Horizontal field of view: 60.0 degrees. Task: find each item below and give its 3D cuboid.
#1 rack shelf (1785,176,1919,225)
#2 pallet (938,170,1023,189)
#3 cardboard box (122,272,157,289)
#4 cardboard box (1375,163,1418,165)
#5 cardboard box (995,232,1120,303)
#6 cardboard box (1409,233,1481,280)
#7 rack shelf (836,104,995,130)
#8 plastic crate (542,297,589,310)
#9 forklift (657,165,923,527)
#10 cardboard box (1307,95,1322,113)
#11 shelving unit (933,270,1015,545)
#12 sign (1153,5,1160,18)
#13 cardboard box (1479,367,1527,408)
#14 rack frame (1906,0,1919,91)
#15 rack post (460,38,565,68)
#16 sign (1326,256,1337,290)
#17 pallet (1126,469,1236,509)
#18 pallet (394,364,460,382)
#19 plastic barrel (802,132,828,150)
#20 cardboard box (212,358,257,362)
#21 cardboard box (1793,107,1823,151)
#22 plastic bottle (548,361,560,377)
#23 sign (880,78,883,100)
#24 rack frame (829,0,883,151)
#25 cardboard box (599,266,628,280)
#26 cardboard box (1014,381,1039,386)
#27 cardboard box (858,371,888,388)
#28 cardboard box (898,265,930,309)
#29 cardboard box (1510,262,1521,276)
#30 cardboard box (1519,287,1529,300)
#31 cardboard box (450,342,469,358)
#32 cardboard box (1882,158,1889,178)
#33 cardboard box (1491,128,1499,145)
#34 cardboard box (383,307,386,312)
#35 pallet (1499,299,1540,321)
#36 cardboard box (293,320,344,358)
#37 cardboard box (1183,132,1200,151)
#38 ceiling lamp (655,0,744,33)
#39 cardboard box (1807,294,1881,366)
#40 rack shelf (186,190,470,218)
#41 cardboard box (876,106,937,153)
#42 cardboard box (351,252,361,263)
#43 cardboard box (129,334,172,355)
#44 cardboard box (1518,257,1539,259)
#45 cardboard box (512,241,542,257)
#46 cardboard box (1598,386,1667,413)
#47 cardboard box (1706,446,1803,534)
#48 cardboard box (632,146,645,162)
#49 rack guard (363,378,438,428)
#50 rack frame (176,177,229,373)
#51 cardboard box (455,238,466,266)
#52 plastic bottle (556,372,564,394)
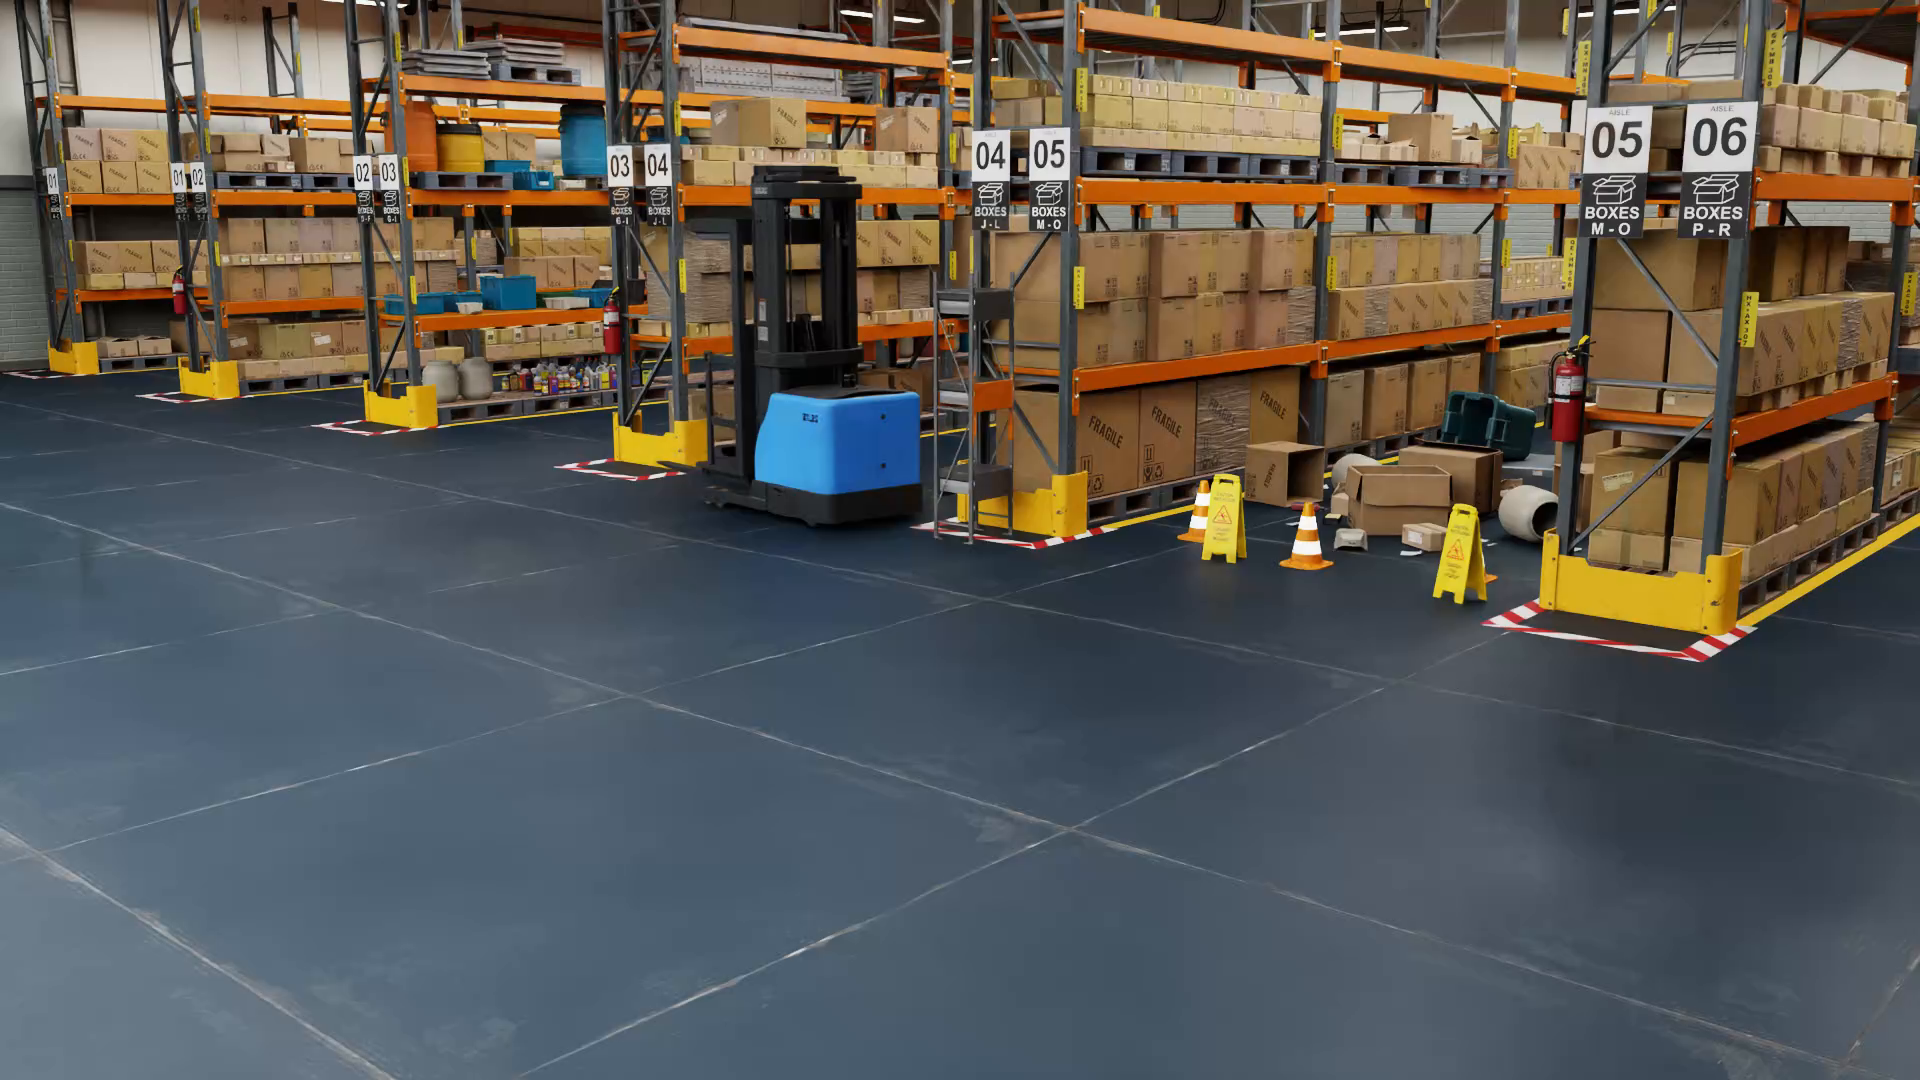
[{"bbox_3d":[8.266,-2.966,14.581,1.077,0.370,4.000,10,15,40],"label":"rack shelf"},{"bbox_3d":[-0.011,-4.291,19.857,1.213,0.211,1.003,10,15,40],"label":"pallet"},{"bbox_3d":[-13.409,-4.213,26.977,0.500,0.250,0.500,9,15,39],"label":"cardboard box"},{"bbox_3d":[4.827,-4.268,18.318,0.500,0.250,0.500,10,15,42],"label":"cardboard box"},{"bbox_3d":[0.794,-2.243,13.642,0.875,0.550,0.550,10,15,40],"label":"cardboard box"},{"bbox_3d":[5.497,-3.242,18.976,0.700,0.500,0.500,10,15,40],"label":"cardboard box"},{"bbox_3d":[-0.258,-6.751,26.894,1.077,0.370,4.000,10,15,40],"label":"rack shelf"},{"bbox_3d":[-5.101,-3.074,21.618,0.530,0.136,0.437,10,15,40],"label":"plastic crate"},{"bbox_3d":[-1.652,-1.779,14.635,1.130,2.935,3.031,-9,15,-39],"label":"forklift"},{"bbox_3d":[3.159,-4.077,15.587,0.380,0.149,0.250,10,15,40],"label":"cardboard box"},{"bbox_3d":[0.109,-1.054,13.127,0.431,2.100,0.503,10,15,40],"label":"shelving unit"},{"bbox_3d":[2.556,-6.793,21.662,0.100,0.325,0.005,10,15,40],"label":"sign"},{"bbox_3d":[6.460,-1.818,19.967,0.500,0.500,0.500,9,14,38],"label":"cardboard box"},{"bbox_3d":[9.586,-5.084,15.690,1.000,3.000,0.127,10,15,40],"label":"rack frame"},{"bbox_3d":[-5.604,-6.081,20.873,0.937,0.300,0.954,9,15,39],"label":"rack post"},{"bbox_3d":[3.579,-2.571,16.010,0.100,0.325,0.005,10,15,40],"label":"sign"},{"bbox_3d":[1.795,-0.529,15.322,1.003,0.211,1.213,10,15,40],"label":"pallet"},{"bbox_3d":[-8.494,-2.637,25.876,1.003,0.211,1.213,10,15,40],"label":"pallet"},{"bbox_3d":[-2.284,-5.688,25.092,0.600,0.901,0.600,0,11,0],"label":"plastic barrel"},{"bbox_3d":[-10.446,-2.502,24.030,0.500,0.250,0.500,10,15,40],"label":"cardboard box"},{"bbox_3d":[5.177,-2.621,10.639,0.500,0.250,0.500,9,15,40],"label":"cardboard box"},{"bbox_3d":[-5.469,-2.237,22.391,0.144,0.351,0.185,10,15,40],"label":"plastic bottle"},{"bbox_3d":[-1.161,-6.777,24.992,0.100,0.325,0.005,10,15,40],"label":"sign"},{"bbox_3d":[-1.578,-7.006,25.311,1.000,3.000,0.127,10,15,40],"label":"rack frame"},{"bbox_3d":[-6.033,-4.554,28.583,0.500,0.311,0.500,10,15,40],"label":"cardboard box"},{"bbox_3d":[0.621,-2.062,21.138,0.700,0.500,0.500,8,14,36],"label":"cardboard box"},{"bbox_3d":[-1.165,-1.676,19.254,0.500,0.500,0.500,-7,13,-30],"label":"cardboard box"},{"bbox_3d":[-0.842,-2.972,19.416,0.875,0.500,0.500,10,15,40],"label":"cardboard box"},{"bbox_3d":[6.427,-3.225,19.747,0.380,0.149,0.250,9,15,39],"label":"cardboard box"},{"bbox_3d":[6.603,-2.969,19.987,0.380,0.149,0.250,11,16,43],"label":"cardboard box"},{"bbox_3d":[-7.881,-3.072,26.883,0.500,0.250,0.500,10,15,40],"label":"cardboard box"},{"bbox_3d":[6.734,-2.790,12.503,0.380,0.149,0.250,10,15,41],"label":"cardboard box"},{"bbox_3d":[6.707,-4.948,20.456,0.396,0.266,0.258,10,15,40],"label":"cardboard box"},{"bbox_3d":[-10.559,-4.367,30.759,0.500,0.250,0.500,9,15,39],"label":"cardboard box"},{"bbox_3d":[6.191,-2.792,20.020,1.213,0.211,1.003,10,15,40],"label":"pallet"},{"bbox_3d":[-9.408,-2.952,24.367,0.500,0.500,0.500,10,15,40],"label":"cardboard box"},{"bbox_3d":[1.820,-3.388,14.169,0.380,0.149,0.250,10,15,40],"label":"cardboard box"},{"bbox_3d":[-4.823,-11.252,31.668,0.800,3.185,2.000,10,15,40],"label":"ceiling lamp"},{"bbox_3d":[6.505,-1.574,12.420,0.500,0.500,0.500,10,15,42],"label":"cardboard box"},{"bbox_3d":[-9.257,-4.940,24.465,1.077,0.370,4.000,10,15,40],"label":"rack shelf"},{"bbox_3d":[-0.604,-4.647,18.868,0.500,0.500,0.500,9,15,39],"label":"cardboard box"},{"bbox_3d":[-8.968,-4.190,24.617,0.380,0.149,0.250,10,15,42],"label":"cardboard box"},{"bbox_3d":[-13.401,-3.239,27.511,0.500,0.311,0.500,-11,15,-43],"label":"cardboard box"},{"bbox_3d":[7.319,-3.616,21.708,0.380,0.149,0.250,10,15,40],"label":"cardboard box"},{"bbox_3d":[-8.507,-5.588,32.463,0.500,0.500,0.500,10,15,42],"label":"cardboard box"},{"bbox_3d":[4.391,-0.925,10.823,0.380,0.149,0.250,10,15,42],"label":"cardboard box"},{"bbox_3d":[5.403,-0.354,11.361,0.500,0.500,0.500,9,14,38],"label":"cardboard box"},{"bbox_3d":[-3.190,-3.920,16.888,0.380,0.149,0.250,10,15,40],"label":"cardboard box"},{"bbox_3d":[-6.845,-1.678,20.337,1.175,0.500,0.348,10,15,40],"label":"rack guard"},{"bbox_3d":[-10.578,-3.528,23.215,1.000,3.000,0.127,10,15,40],"label":"rack frame"},{"bbox_3d":[-9.672,-5.453,31.477,0.700,0.500,0.500,8,14,35],"label":"cardboard box"},{"bbox_3d":[-5.202,-2.041,21.616,0.097,0.271,0.097,0,11,0],"label":"plastic bottle"}]
